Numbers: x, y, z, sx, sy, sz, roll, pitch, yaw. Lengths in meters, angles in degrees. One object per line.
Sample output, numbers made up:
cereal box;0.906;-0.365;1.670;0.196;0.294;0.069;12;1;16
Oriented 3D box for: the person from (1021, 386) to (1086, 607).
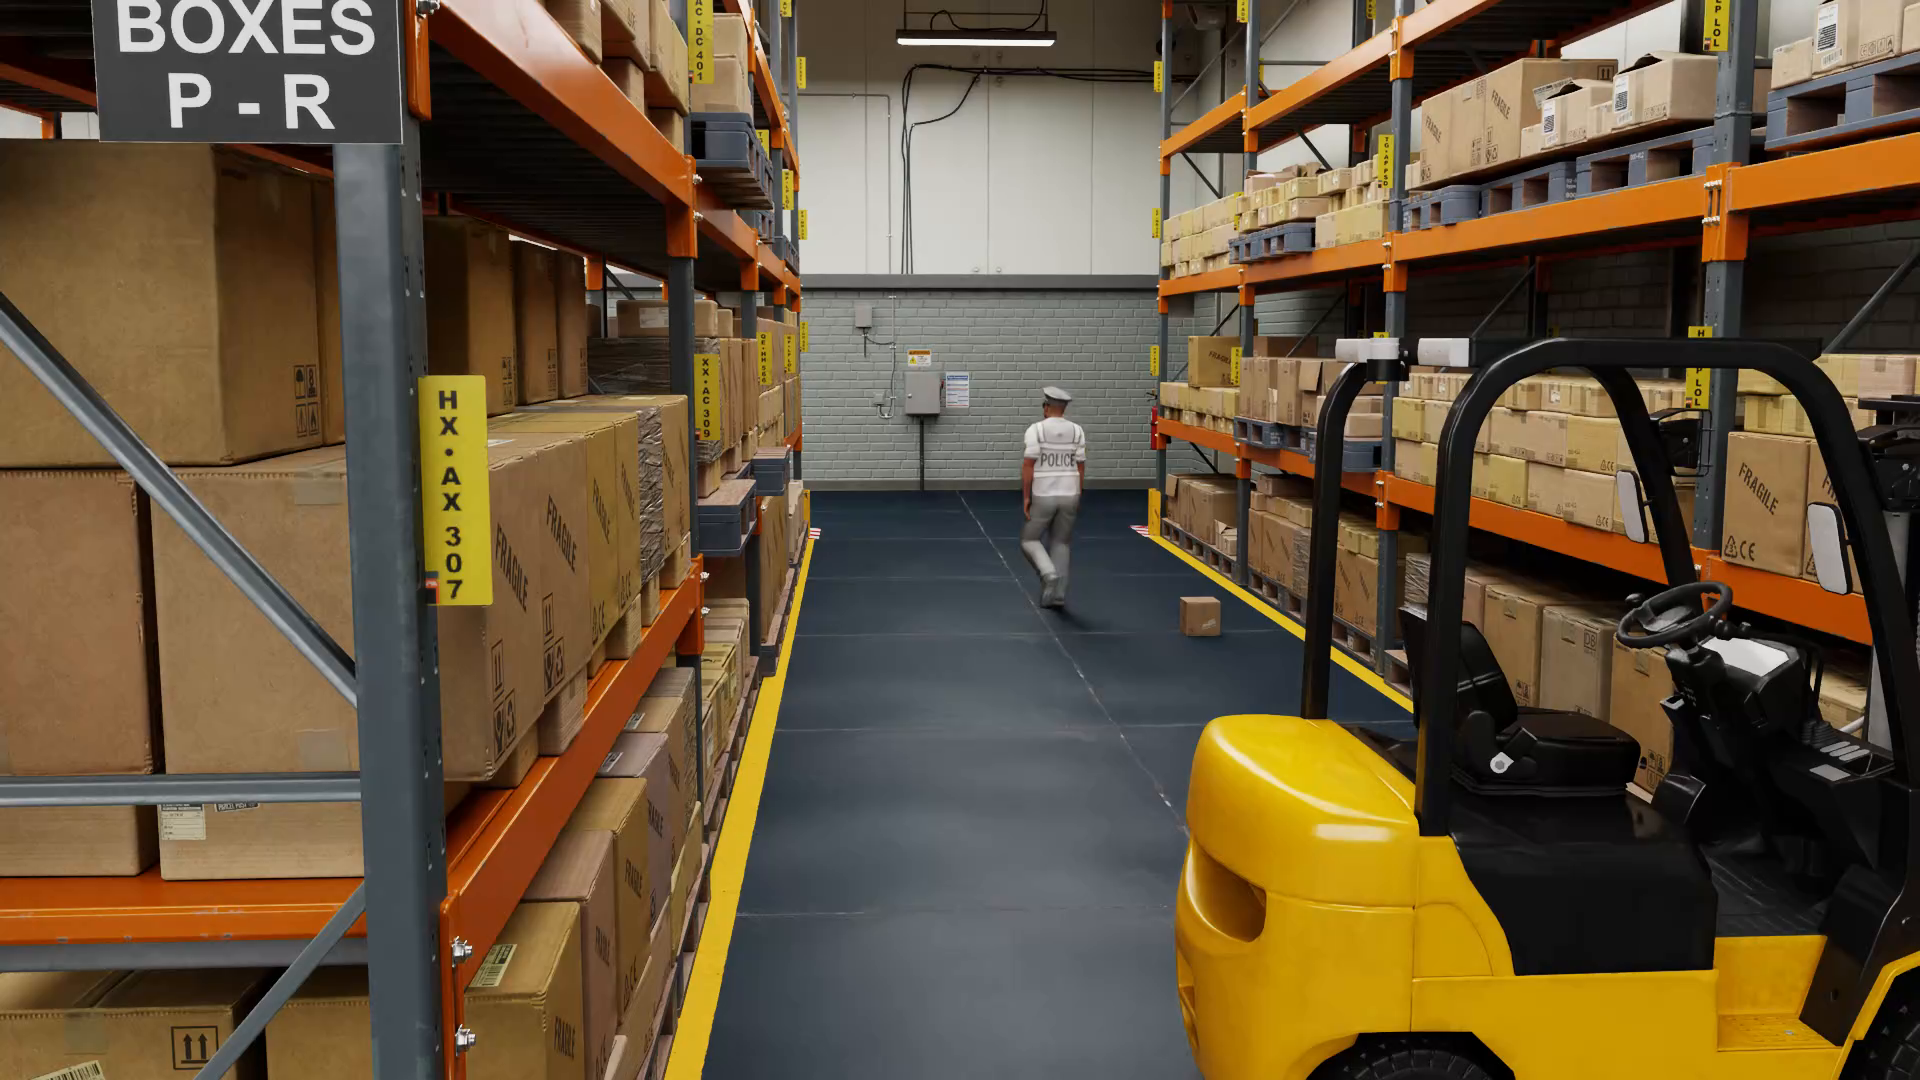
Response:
person;0.751;-0.340;13.290;0.545;1.754;0.570;-2;7;-17
